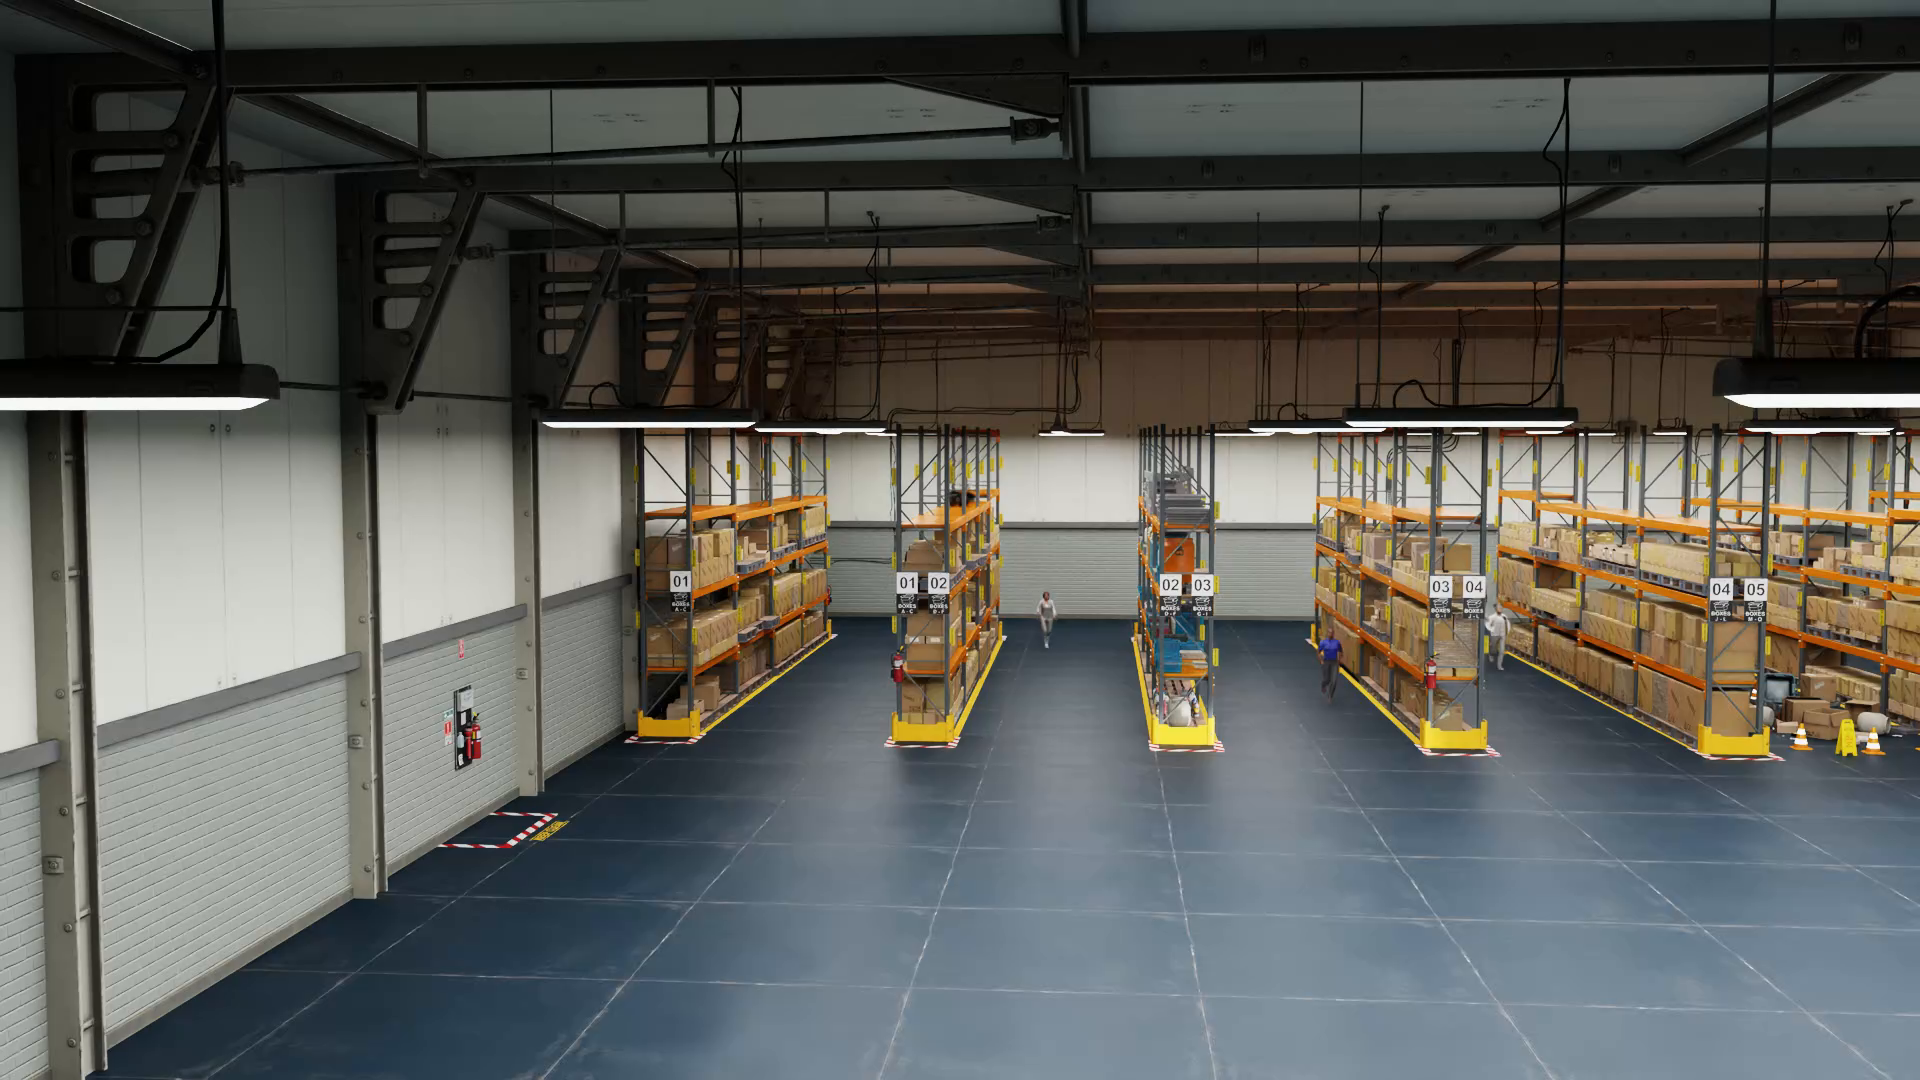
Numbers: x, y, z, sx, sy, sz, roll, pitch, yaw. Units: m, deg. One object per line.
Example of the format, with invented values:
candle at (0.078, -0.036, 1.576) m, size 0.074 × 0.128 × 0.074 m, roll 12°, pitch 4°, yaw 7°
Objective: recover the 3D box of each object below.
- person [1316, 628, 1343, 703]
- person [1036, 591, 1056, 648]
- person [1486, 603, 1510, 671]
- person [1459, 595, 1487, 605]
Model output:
person at (8.080, 2.721, 36.311) m, size 0.582 × 1.618 × 0.578 m, roll 0°, pitch 3°, yaw 1°
person at (2.357, 2.179, 45.738) m, size 0.524 × 1.557 × 0.578 m, roll 0°, pitch 3°, yaw -6°
person at (13.397, 2.381, 41.328) m, size 0.632 × 1.661 × 0.861 m, roll 0°, pitch 3°, yaw 4°
person at (14.376, 1.993, 46.866) m, size 0.962 × 1.792 × 0.762 m, roll -3°, pitch 5°, yaw -41°
